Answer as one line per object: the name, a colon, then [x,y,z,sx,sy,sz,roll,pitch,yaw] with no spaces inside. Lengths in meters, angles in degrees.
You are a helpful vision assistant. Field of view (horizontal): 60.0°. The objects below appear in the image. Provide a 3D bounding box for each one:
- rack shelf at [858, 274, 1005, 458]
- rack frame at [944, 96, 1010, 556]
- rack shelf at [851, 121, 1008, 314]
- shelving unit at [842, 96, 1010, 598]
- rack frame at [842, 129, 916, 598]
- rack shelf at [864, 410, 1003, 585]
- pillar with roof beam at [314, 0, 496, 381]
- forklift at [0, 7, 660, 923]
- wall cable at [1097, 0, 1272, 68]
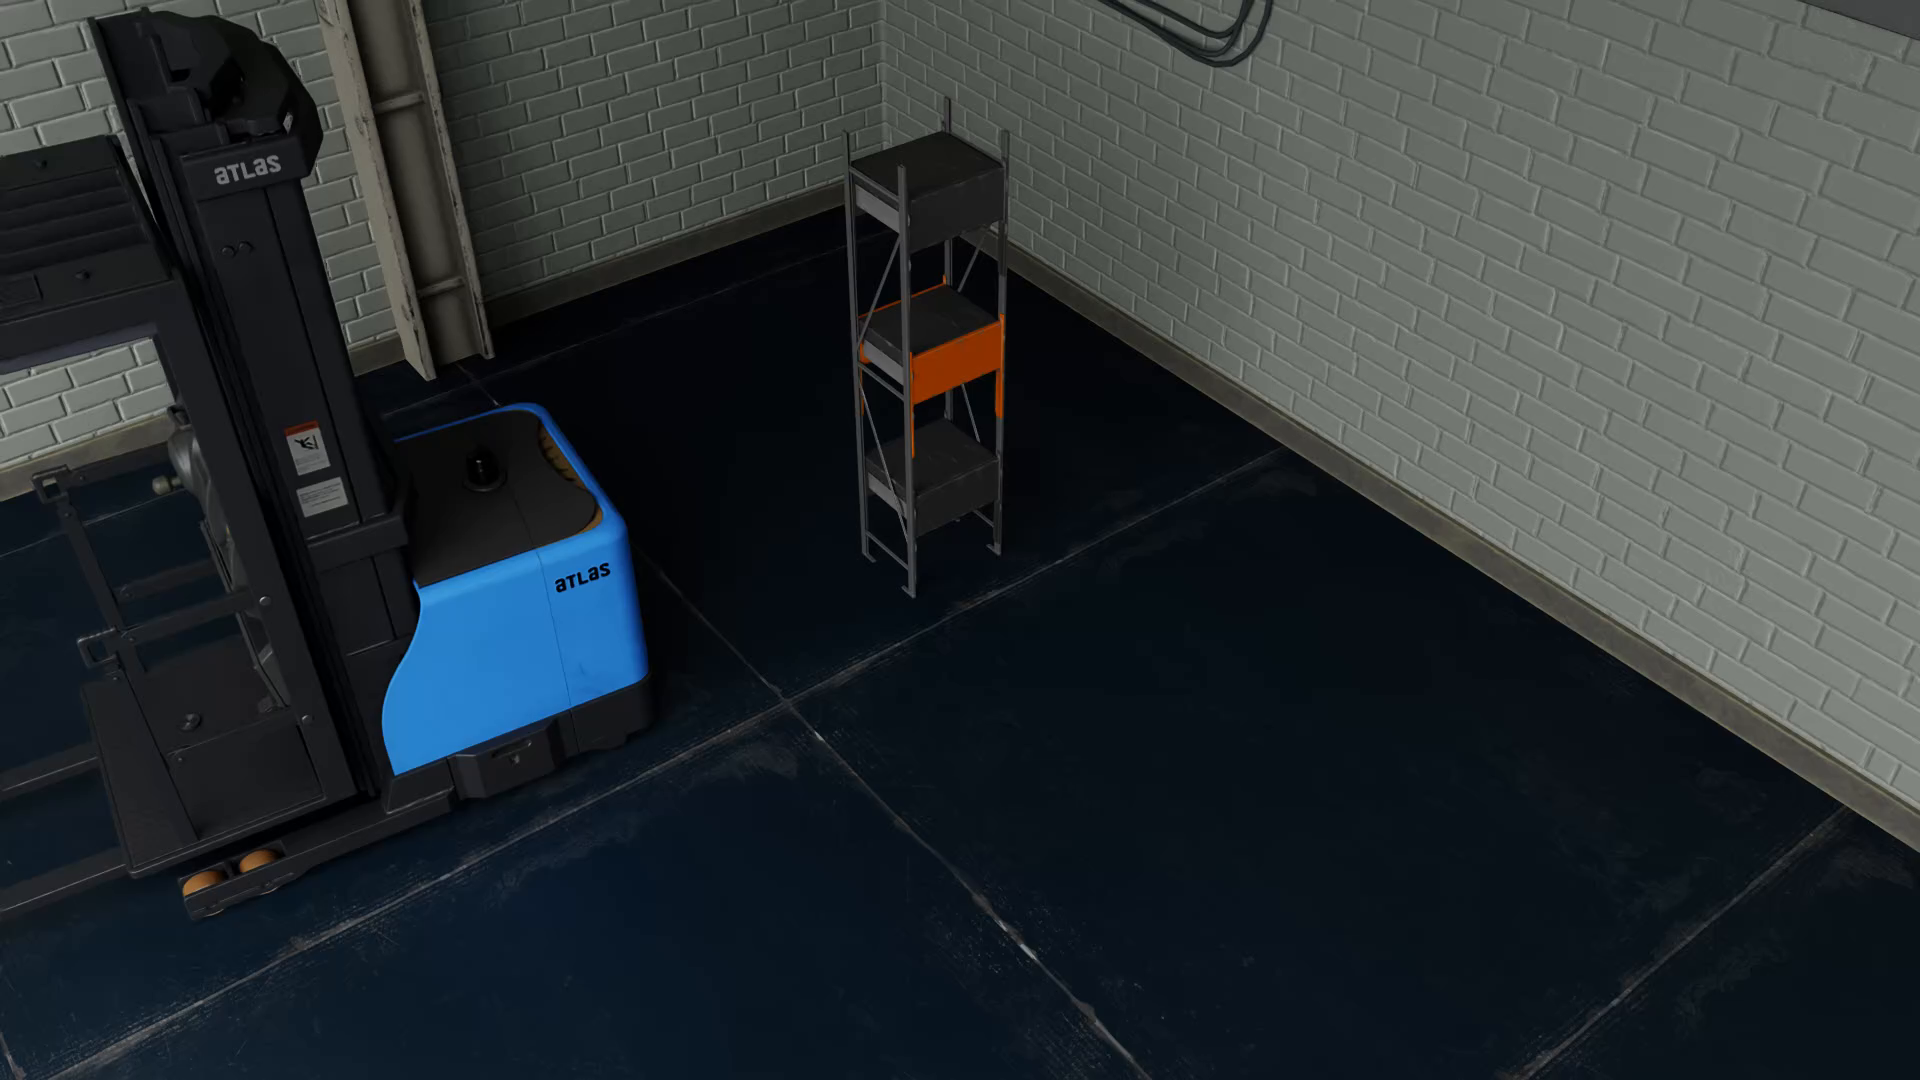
rack shelf: [-0.131,-0.737,7.015,0.480,0.518,0.431,-26,46,-28]
rack frame: [0.062,-0.842,7.121,0.015,2.100,0.400,-26,46,-28]
rack shelf: [-0.131,-1.278,6.571,0.480,0.518,0.431,-26,46,-28]
shelving unit: [-0.131,-0.748,7.006,0.503,2.100,0.431,-26,46,-28]
rack frame: [-0.325,-0.654,6.891,0.015,2.100,0.400,-26,46,-28]
rack shelf: [-0.131,-0.196,7.459,0.480,0.518,0.431,-26,46,-28]
pillar with roof beam: [-0.124,-2.306,3.466,0.400,9.000,9.100,-26,46,-28]
forklift: [-2.754,-0.145,5.616,3.031,2.935,1.130,-21,44,-23]
wall cable: [0.394,-3.744,7.667,0.112,2.526,3.097,-26,46,-28]
